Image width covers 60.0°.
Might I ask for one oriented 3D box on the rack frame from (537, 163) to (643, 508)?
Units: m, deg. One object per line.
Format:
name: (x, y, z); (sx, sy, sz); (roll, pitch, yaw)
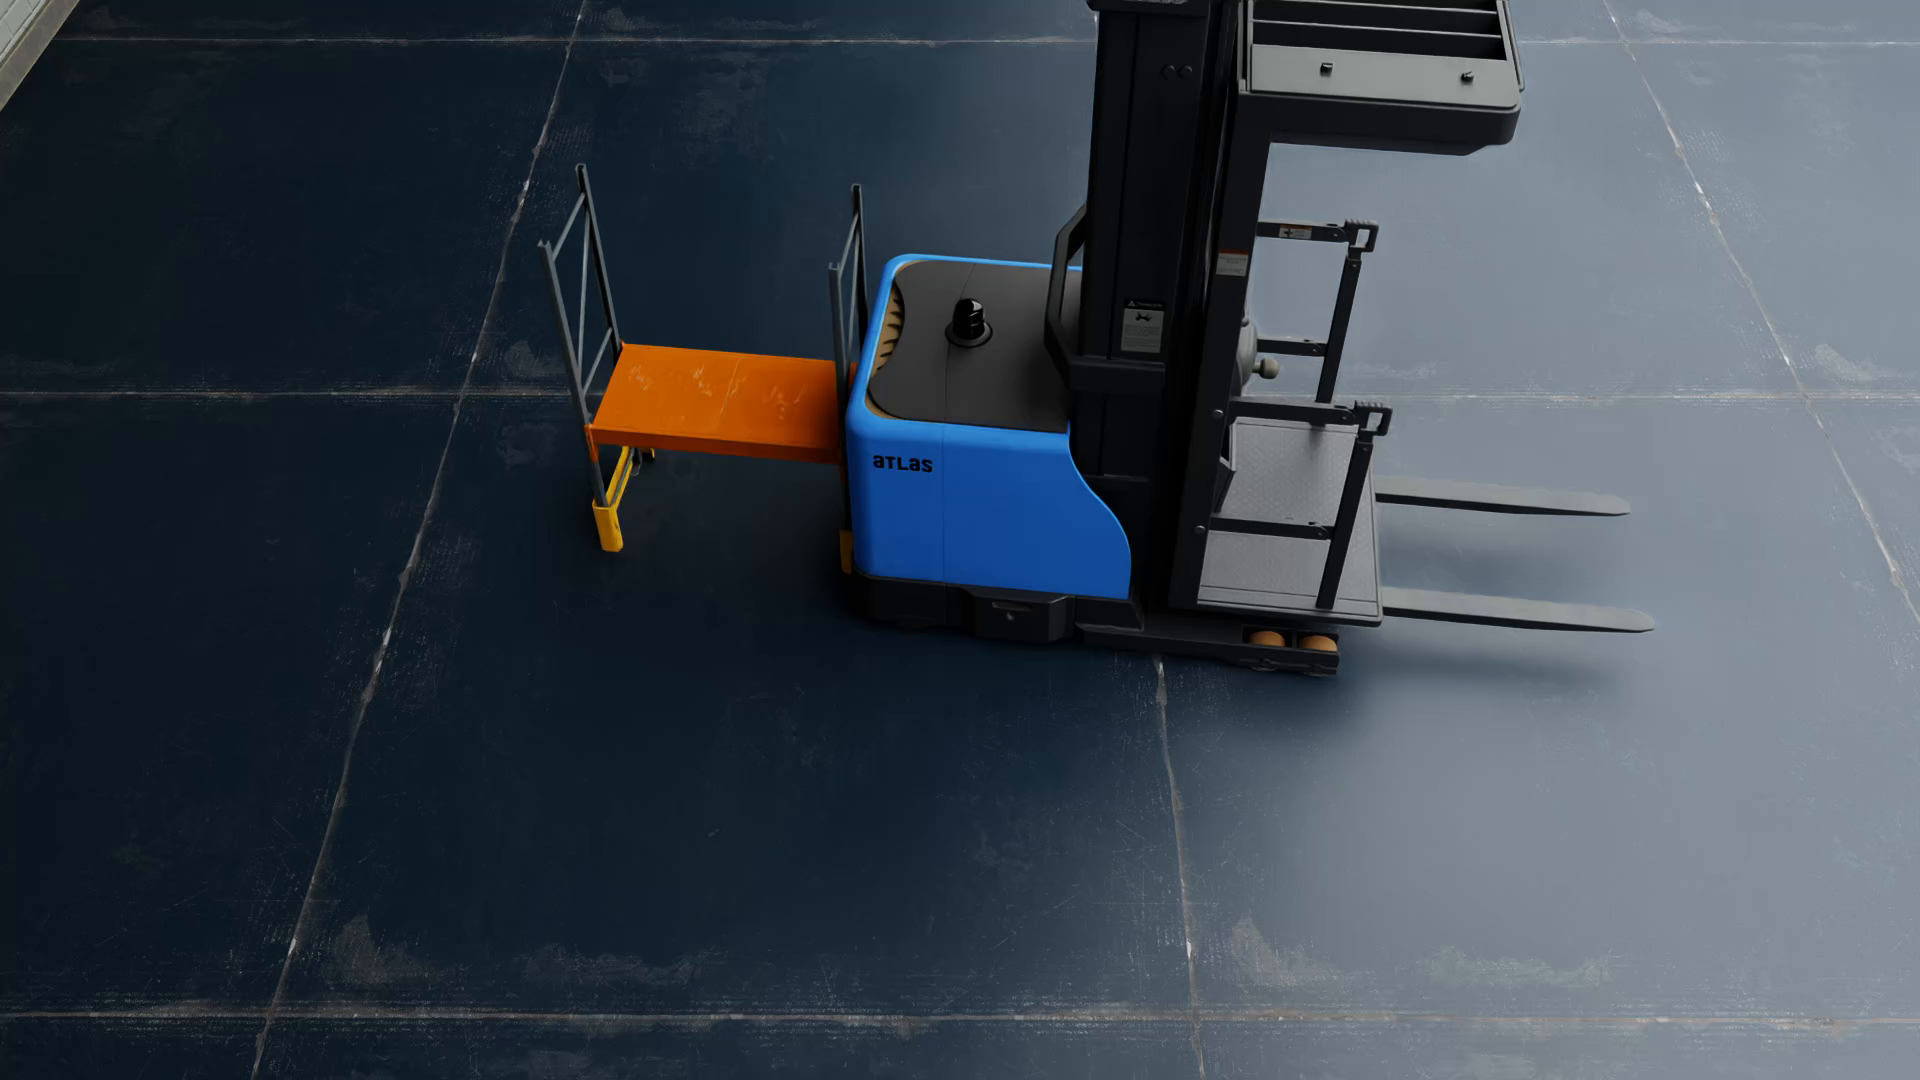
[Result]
rack frame: (-1.410, -0.679, 6.438); (0.032, 1.500, 0.500); (5, 47, 5)

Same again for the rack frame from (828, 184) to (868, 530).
rack frame: (-0.401, -0.587, 6.352); (0.032, 1.500, 0.500); (5, 47, 5)

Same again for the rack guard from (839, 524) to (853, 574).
rack guard: (-0.402, -0.161, 6.810); (0.087, 0.250, 0.587); (5, 47, 5)

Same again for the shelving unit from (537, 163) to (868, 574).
shelving unit: (-0.896, -0.632, 6.394); (1.083, 1.500, 0.587); (5, 47, 5)

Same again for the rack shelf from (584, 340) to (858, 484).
rack shelf: (-0.905, -0.510, 6.527); (1.000, 0.185, 0.538); (5, 47, 5)

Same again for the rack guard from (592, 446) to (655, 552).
rack guard: (-1.391, -0.251, 6.894); (0.087, 0.250, 0.587); (5, 47, 5)

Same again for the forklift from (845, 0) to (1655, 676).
forklift: (1.138, -0.894, 5.661); (3.031, 2.935, 1.130); (5, 47, 5)
